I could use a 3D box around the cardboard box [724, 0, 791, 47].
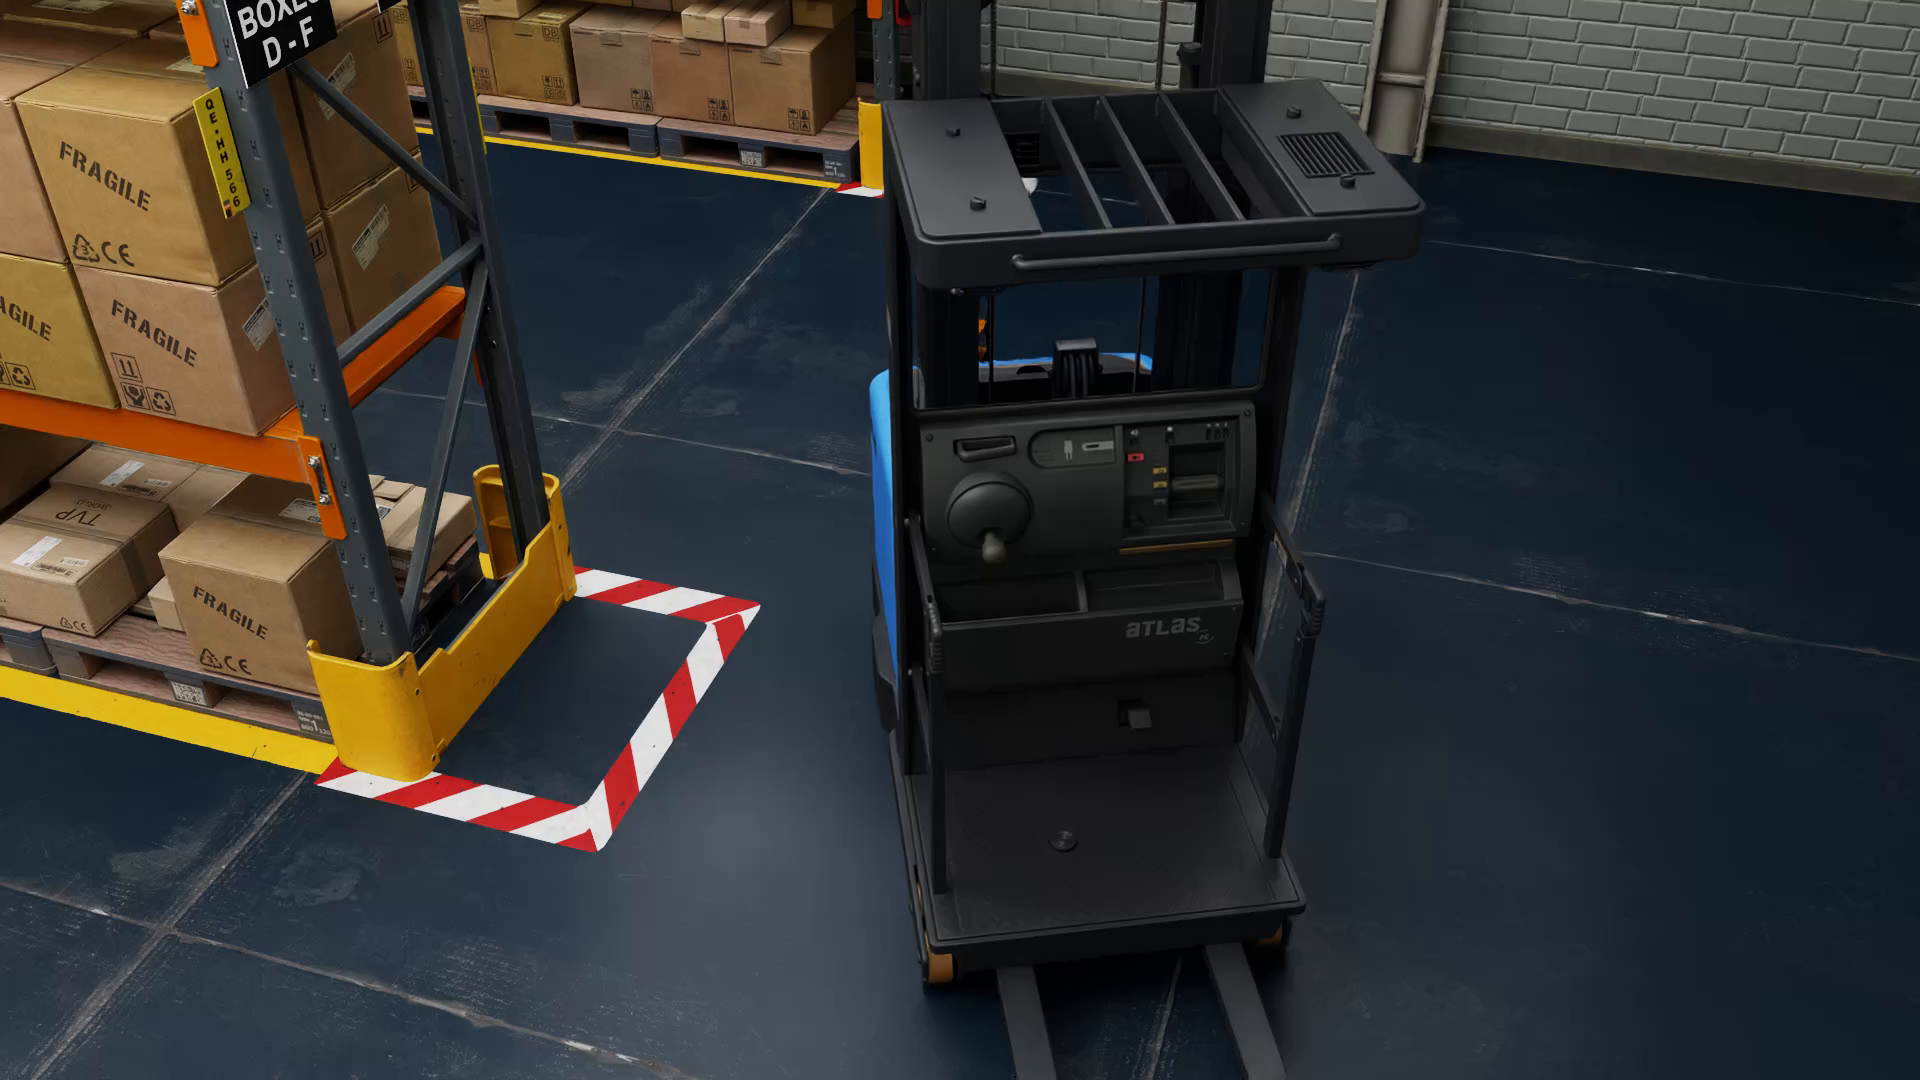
[{"bbox_3d":[-1.144,-2.939,9.420,0.250,0.149,0.380,10,38,13],"label":"cardboard box"}]

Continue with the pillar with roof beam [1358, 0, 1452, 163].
[{"bbox_3d":[1.282,-3.521,3.943,0.400,9.000,9.100,10,38,14],"label":"pillar with roof beam"}]

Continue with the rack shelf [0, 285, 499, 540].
[{"bbox_3d":[-3.652,-0.789,5.899,4.000,0.370,1.077,10,38,14],"label":"rack shelf"}]

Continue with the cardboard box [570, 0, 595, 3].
[{"bbox_3d":[-2.240,-3.379,10.018,0.250,0.149,0.380,10,37,13],"label":"cardboard box"}]

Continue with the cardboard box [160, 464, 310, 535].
[{"bbox_3d":[-2.654,-0.140,6.359,0.500,0.250,0.500,10,38,14],"label":"cardboard box"}]

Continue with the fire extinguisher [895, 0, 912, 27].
[{"bbox_3d":[-0.263,-3.060,8.757,0.183,0.674,0.296,10,38,14],"label":"fire extinguisher"}]

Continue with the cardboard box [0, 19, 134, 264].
[{"bbox_3d":[-2.732,-1.180,4.895,0.500,0.500,0.500,12,38,15],"label":"cardboard box"}]

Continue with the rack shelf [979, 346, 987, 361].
[{"bbox_3d":[-0.014,-0.643,6.282,0.180,0.103,0.258,10,38,14],"label":"rack shelf"}]

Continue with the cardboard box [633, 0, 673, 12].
[{"bbox_3d":[-1.754,-3.289,9.895,0.250,0.149,0.380,11,38,15],"label":"cardboard box"}]

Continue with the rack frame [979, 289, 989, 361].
[{"bbox_3d":[0.074,-0.470,6.376,0.006,1.200,0.240,10,38,14],"label":"rack frame"}]

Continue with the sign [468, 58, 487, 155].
[{"bbox_3d":[-1.581,-1.381,5.366,0.005,0.325,0.100,10,38,14],"label":"sign"}]

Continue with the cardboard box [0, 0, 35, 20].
[{"bbox_3d":[-3.065,-1.575,5.432,0.500,0.500,0.500,11,38,15],"label":"cardboard box"}]

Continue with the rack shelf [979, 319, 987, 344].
[{"bbox_3d":[-0.014,-0.740,6.211,0.180,0.103,0.258,10,38,14],"label":"rack shelf"}]

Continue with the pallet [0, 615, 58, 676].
[{"bbox_3d":[-3.737,0.027,6.535,1.213,0.211,1.003,10,38,14],"label":"pallet"}]

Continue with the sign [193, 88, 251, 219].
[{"bbox_3d":[-1.927,-1.009,4.346,0.005,0.325,0.100,10,38,14],"label":"sign"}]

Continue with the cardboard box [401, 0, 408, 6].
[{"bbox_3d":[-3.131,-3.306,9.918,0.250,0.149,0.380,12,38,15],"label":"cardboard box"}]

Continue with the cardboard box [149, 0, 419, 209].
[{"bbox_3d":[-2.088,-1.396,5.188,0.500,0.500,0.500,12,38,15],"label":"cardboard box"}]

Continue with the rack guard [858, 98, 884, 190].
[{"bbox_3d":[-0.246,-2.518,9.749,0.348,0.500,1.175,10,38,14],"label":"rack guard"}]

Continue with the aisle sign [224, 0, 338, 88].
[{"bbox_3d":[-1.769,-1.587,4.183,0.004,0.787,0.394,10,38,14],"label":"aisle sign"}]

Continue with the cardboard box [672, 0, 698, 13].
[{"bbox_3d":[-1.511,-3.244,9.835,0.250,0.149,0.380,11,38,14],"label":"cardboard box"}]

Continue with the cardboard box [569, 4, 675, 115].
[{"bbox_3d":[-1.925,-2.935,9.962,0.500,0.500,0.700,9,37,12],"label":"cardboard box"}]

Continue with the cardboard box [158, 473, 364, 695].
[{"bbox_3d":[-2.335,0.147,5.757,0.500,0.500,0.500,10,38,14],"label":"cardboard box"}]

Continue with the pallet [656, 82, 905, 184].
[{"bbox_3d":[-1.056,-2.503,9.973,1.213,0.211,1.003,10,38,14],"label":"pallet"}]

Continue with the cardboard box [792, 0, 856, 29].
[{"bbox_3d":[-0.788,-3.111,9.653,0.250,0.149,0.380,11,38,14],"label":"cardboard box"}]

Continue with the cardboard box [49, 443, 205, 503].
[{"bbox_3d":[-3.132,-0.229,6.479,0.500,0.250,0.500,10,38,14],"label":"cardboard box"}]

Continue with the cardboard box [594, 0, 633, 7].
[{"bbox_3d":[-1.999,-3.334,9.956,0.250,0.149,0.380,11,38,14],"label":"cardboard box"}]

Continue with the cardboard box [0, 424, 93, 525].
[{"bbox_3d":[-3.766,-0.275,6.328,0.637,0.503,0.797,10,38,14],"label":"cardboard box"}]

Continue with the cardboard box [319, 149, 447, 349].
[{"bbox_3d":[-2.088,-0.993,5.485,0.500,0.500,0.500,11,38,15],"label":"cardboard box"}]

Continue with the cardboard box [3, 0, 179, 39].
[{"bbox_3d":[-2.589,-1.484,5.308,0.500,0.500,0.500,11,38,14],"label":"cardboard box"}]

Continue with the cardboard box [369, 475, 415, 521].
[{"bbox_3d":[-2.278,-0.074,6.339,0.250,0.166,0.380,10,38,14],"label":"cardboard box"}]

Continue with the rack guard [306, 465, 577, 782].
[{"bbox_3d":[-1.815,0.268,5.964,0.348,0.500,1.175,10,38,14],"label":"rack guard"}]

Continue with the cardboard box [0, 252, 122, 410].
[{"bbox_3d":[-2.748,-0.781,5.196,0.500,0.500,0.500,11,38,14],"label":"cardboard box"}]

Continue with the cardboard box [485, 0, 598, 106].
[{"bbox_3d":[-2.436,-3.026,10.085,0.500,0.500,0.700,11,38,15],"label":"cardboard box"}]

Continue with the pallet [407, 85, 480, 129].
[{"bbox_3d":[-3.385,-2.934,10.559,1.213,0.211,1.003,10,38,14],"label":"pallet"}]

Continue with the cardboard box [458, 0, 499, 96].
[{"bbox_3d":[-2.925,-3.118,10.210,0.500,0.500,0.700,10,38,13],"label":"cardboard box"}]

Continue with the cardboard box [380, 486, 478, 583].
[{"bbox_3d":[-2.040,-0.023,6.285,0.250,0.149,0.380,10,38,14],"label":"cardboard box"}]

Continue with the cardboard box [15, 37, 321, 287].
[{"bbox_3d":[-2.249,-1.092,4.775,0.500,0.500,0.500,10,38,13],"label":"cardboard box"}]

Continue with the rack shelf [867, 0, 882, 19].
[{"bbox_3d":[-2.178,-3.593,9.708,4.000,0.370,1.077,10,38,14],"label":"rack shelf"}]

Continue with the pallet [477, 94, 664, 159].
[{"bbox_3d":[-2.216,-2.720,10.267,1.213,0.211,1.003,10,38,14],"label":"pallet"}]

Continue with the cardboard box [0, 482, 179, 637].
[{"bbox_3d":[-3.233,0.063,6.082,0.500,0.250,0.500,10,38,14],"label":"cardboard box"}]

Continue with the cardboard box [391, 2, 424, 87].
[{"bbox_3d":[-3.404,-3.208,10.333,0.500,0.500,0.700,11,38,14],"label":"cardboard box"}]

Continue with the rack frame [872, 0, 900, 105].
[{"bbox_3d":[-0.269,-3.529,9.014,0.127,3.000,1.000,10,38,14],"label":"rack frame"}]

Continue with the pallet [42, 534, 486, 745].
[{"bbox_3d":[-2.576,0.244,6.241,1.213,0.211,1.003,10,38,14],"label":"pallet"}]

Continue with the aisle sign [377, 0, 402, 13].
[{"bbox_3d":[-1.590,-1.927,4.644,0.004,0.787,0.394,10,38,14],"label":"aisle sign"}]

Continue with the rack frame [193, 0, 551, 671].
[{"bbox_3d":[-1.743,-0.726,5.205,0.127,3.000,1.000,10,38,14],"label":"rack frame"}]

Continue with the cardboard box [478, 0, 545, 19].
[{"bbox_3d":[-2.633,-3.214,9.793,0.250,0.149,0.380,9,37,13],"label":"cardboard box"}]

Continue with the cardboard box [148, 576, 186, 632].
[{"bbox_3d":[-2.695,0.159,6.022,0.250,0.166,0.380,10,38,14],"label":"cardboard box"}]

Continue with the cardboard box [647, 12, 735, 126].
[{"bbox_3d":[-1.445,-2.847,9.842,0.500,0.500,0.700,10,38,14],"label":"cardboard box"}]

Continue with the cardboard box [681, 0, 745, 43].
[{"bbox_3d":[-1.388,-2.984,9.481,0.250,0.149,0.380,11,38,15],"label":"cardboard box"}]

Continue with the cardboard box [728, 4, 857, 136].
[{"bbox_3d":[-0.967,-2.759,9.722,0.500,0.500,0.700,10,38,14],"label":"cardboard box"}]

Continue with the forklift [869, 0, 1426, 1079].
[{"bbox_3d":[0.390,-0.088,4.396,1.130,2.935,3.031,-5,37,-6],"label":"forklift"}]

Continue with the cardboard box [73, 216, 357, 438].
[{"bbox_3d":[-2.251,-0.691,5.074,0.500,0.500,0.500,12,38,15],"label":"cardboard box"}]

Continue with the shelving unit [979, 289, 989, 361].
[{"bbox_3d":[-0.014,-0.486,6.398,0.189,1.200,0.258,10,38,14],"label":"shelving unit"}]

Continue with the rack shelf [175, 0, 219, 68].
[{"bbox_3d":[-3.652,-1.997,5.010,4.000,0.370,1.077,10,38,14],"label":"rack shelf"}]
